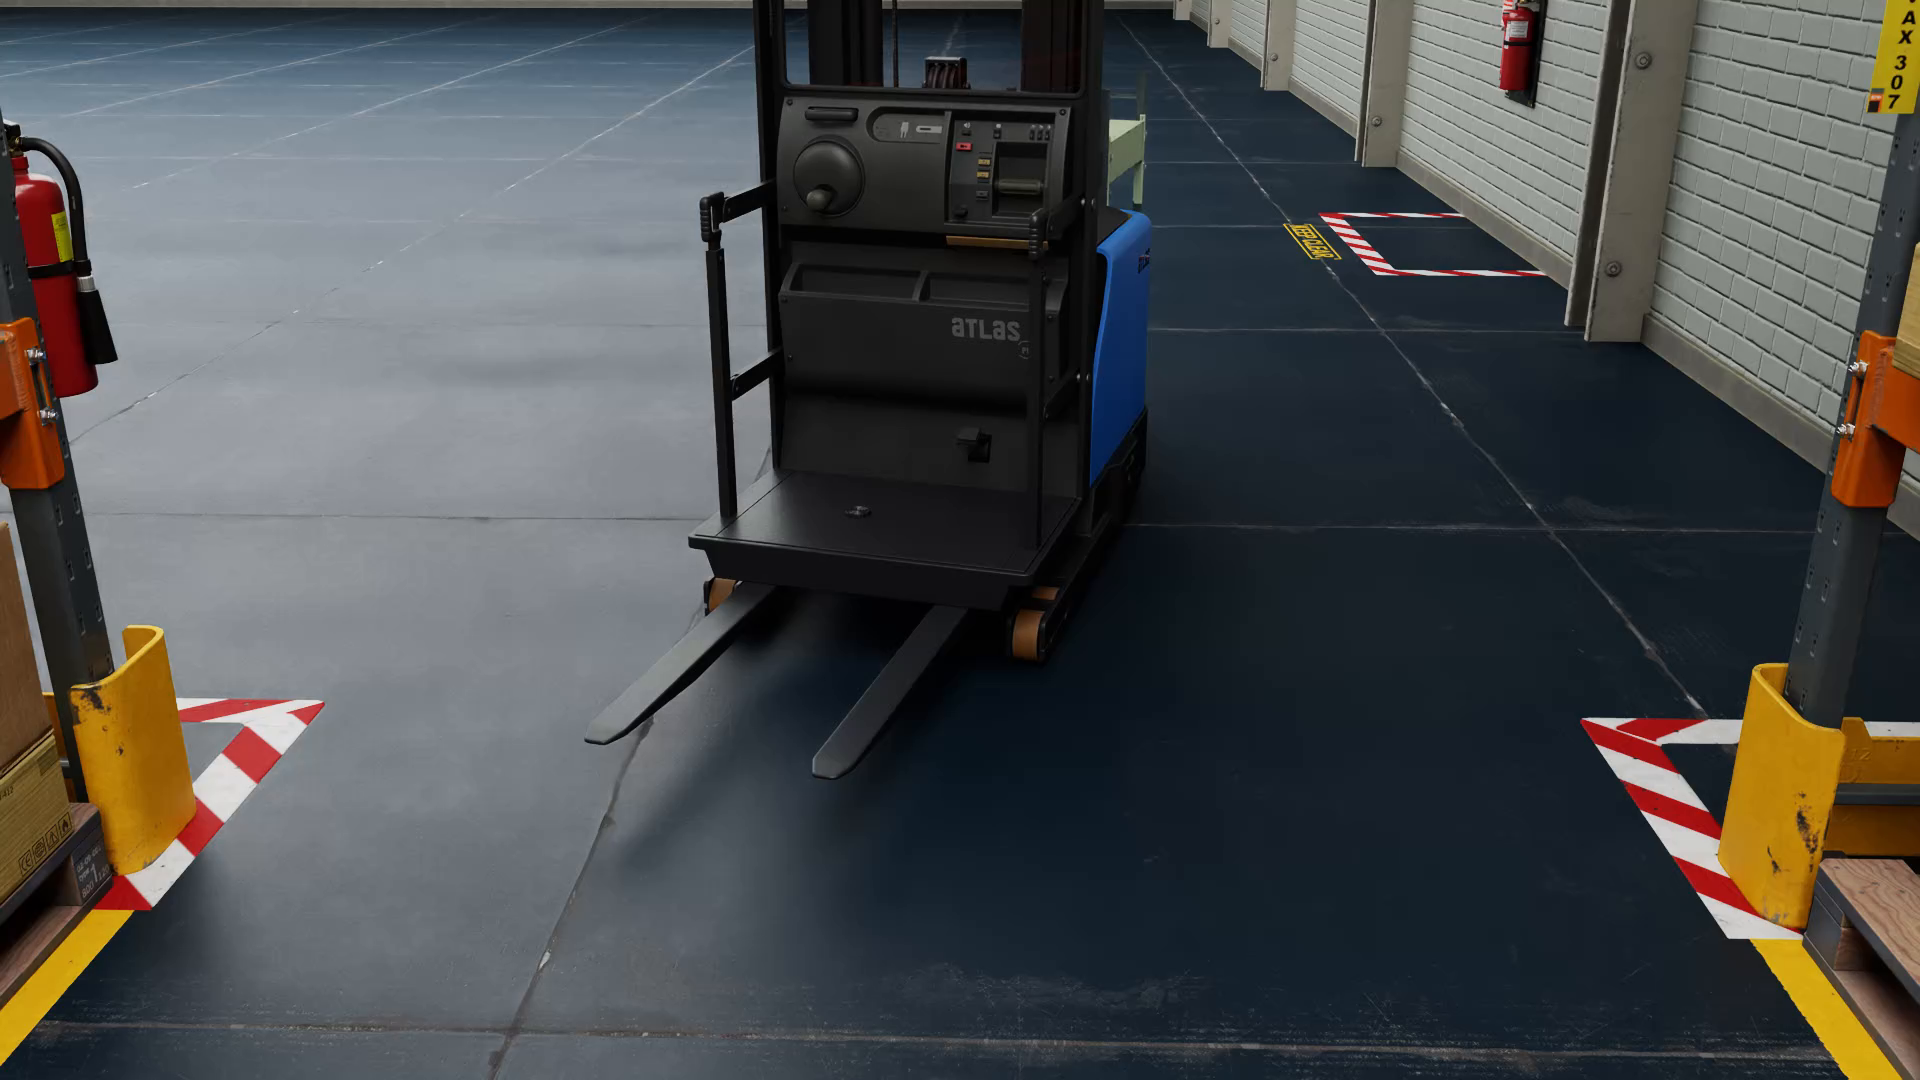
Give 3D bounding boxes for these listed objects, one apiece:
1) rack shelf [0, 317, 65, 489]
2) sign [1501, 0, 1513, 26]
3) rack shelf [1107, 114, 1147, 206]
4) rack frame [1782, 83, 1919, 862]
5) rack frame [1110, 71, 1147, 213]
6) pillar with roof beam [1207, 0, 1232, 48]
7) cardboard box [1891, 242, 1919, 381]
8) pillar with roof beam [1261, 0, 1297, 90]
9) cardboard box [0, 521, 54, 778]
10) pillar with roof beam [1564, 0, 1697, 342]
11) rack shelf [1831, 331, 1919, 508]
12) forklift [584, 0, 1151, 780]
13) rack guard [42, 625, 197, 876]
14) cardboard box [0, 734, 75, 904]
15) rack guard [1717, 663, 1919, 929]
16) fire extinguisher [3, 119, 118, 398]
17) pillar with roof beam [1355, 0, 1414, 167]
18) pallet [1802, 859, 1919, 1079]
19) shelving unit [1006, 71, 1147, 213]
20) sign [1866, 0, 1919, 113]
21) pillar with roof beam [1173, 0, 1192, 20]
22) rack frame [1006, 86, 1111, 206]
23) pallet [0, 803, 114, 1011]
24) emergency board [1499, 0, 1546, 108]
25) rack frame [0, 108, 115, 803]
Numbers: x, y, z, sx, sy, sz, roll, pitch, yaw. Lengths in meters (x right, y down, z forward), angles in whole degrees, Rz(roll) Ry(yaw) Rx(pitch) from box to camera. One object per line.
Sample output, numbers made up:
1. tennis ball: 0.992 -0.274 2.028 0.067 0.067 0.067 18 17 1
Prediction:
1. rack shelf: -2.592 0.403 1.839 1.077 0.370 4.000 1 21 2
2. sign: 3.679 -3.618 11.158 0.001 0.329 0.234 1 21 2
3. rack shelf: 0.477 -1.503 6.751 0.431 0.370 0.720 6 22 16
4. rack frame: 2.420 -0.603 3.436 1.000 3.000 0.127 1 21 2
5. rack frame: 0.582 -1.266 7.219 0.400 1.500 0.023 6 22 16
6. pillar with roof beam: -0.309 -11.862 24.160 9.100 9.000 0.400 1 21 2
7. cardboard box: 2.088 -0.369 3.014 0.500 0.250 0.500 0 21 0
8. pillar with roof beam: -0.492 -9.693 18.569 9.100 9.000 0.400 1 21 2
9. cardboard box: -2.250 0.278 3.350 0.500 0.500 0.500 1 21 2
10. pillar with roof beam: -0.857 -5.354 7.387 9.100 9.000 0.400 1 21 2
11. rack shelf: 2.360 0.456 1.702 1.077 0.370 4.000 1 21 2
12. forklift: -0.179 -1.151 4.943 1.130 2.935 3.031 6 22 16
13. rack guard: -2.530 0.501 4.047 1.175 0.500 0.348 1 21 2
14. cardboard box: -2.252 0.627 3.486 0.500 0.250 0.500 1 21 2
15. rack guard: 2.418 0.590 3.817 1.175 0.500 0.348 1 21 2
16. fire extinguisher: -2.063 -0.658 3.684 0.296 0.674 0.183 1 21 2
17. pillar with roof beam: -0.674 -7.523 12.978 9.100 9.000 0.400 1 21 2
18. pallet: 2.358 1.018 3.113 1.003 0.211 1.213 1 21 2
19. shelving unit: 0.477 -1.139 6.892 0.431 1.500 0.755 6 22 16
20. sign: 1.878 -1.012 3.294 0.100 0.325 0.005 1 21 2
21. pillar with roof beam: -0.127 -14.031 29.751 9.100 9.000 0.400 1 21 2
22. rack frame: 0.372 -1.013 6.565 0.400 1.500 0.023 6 22 16
23. pallet: -2.512 0.921 3.363 1.003 0.211 1.213 1 21 2
24. emergency board: 3.560 -3.403 10.652 0.194 1.169 0.643 1 21 2
25. rack frame: -2.531 -0.656 3.573 1.000 3.000 0.127 1 21 2
